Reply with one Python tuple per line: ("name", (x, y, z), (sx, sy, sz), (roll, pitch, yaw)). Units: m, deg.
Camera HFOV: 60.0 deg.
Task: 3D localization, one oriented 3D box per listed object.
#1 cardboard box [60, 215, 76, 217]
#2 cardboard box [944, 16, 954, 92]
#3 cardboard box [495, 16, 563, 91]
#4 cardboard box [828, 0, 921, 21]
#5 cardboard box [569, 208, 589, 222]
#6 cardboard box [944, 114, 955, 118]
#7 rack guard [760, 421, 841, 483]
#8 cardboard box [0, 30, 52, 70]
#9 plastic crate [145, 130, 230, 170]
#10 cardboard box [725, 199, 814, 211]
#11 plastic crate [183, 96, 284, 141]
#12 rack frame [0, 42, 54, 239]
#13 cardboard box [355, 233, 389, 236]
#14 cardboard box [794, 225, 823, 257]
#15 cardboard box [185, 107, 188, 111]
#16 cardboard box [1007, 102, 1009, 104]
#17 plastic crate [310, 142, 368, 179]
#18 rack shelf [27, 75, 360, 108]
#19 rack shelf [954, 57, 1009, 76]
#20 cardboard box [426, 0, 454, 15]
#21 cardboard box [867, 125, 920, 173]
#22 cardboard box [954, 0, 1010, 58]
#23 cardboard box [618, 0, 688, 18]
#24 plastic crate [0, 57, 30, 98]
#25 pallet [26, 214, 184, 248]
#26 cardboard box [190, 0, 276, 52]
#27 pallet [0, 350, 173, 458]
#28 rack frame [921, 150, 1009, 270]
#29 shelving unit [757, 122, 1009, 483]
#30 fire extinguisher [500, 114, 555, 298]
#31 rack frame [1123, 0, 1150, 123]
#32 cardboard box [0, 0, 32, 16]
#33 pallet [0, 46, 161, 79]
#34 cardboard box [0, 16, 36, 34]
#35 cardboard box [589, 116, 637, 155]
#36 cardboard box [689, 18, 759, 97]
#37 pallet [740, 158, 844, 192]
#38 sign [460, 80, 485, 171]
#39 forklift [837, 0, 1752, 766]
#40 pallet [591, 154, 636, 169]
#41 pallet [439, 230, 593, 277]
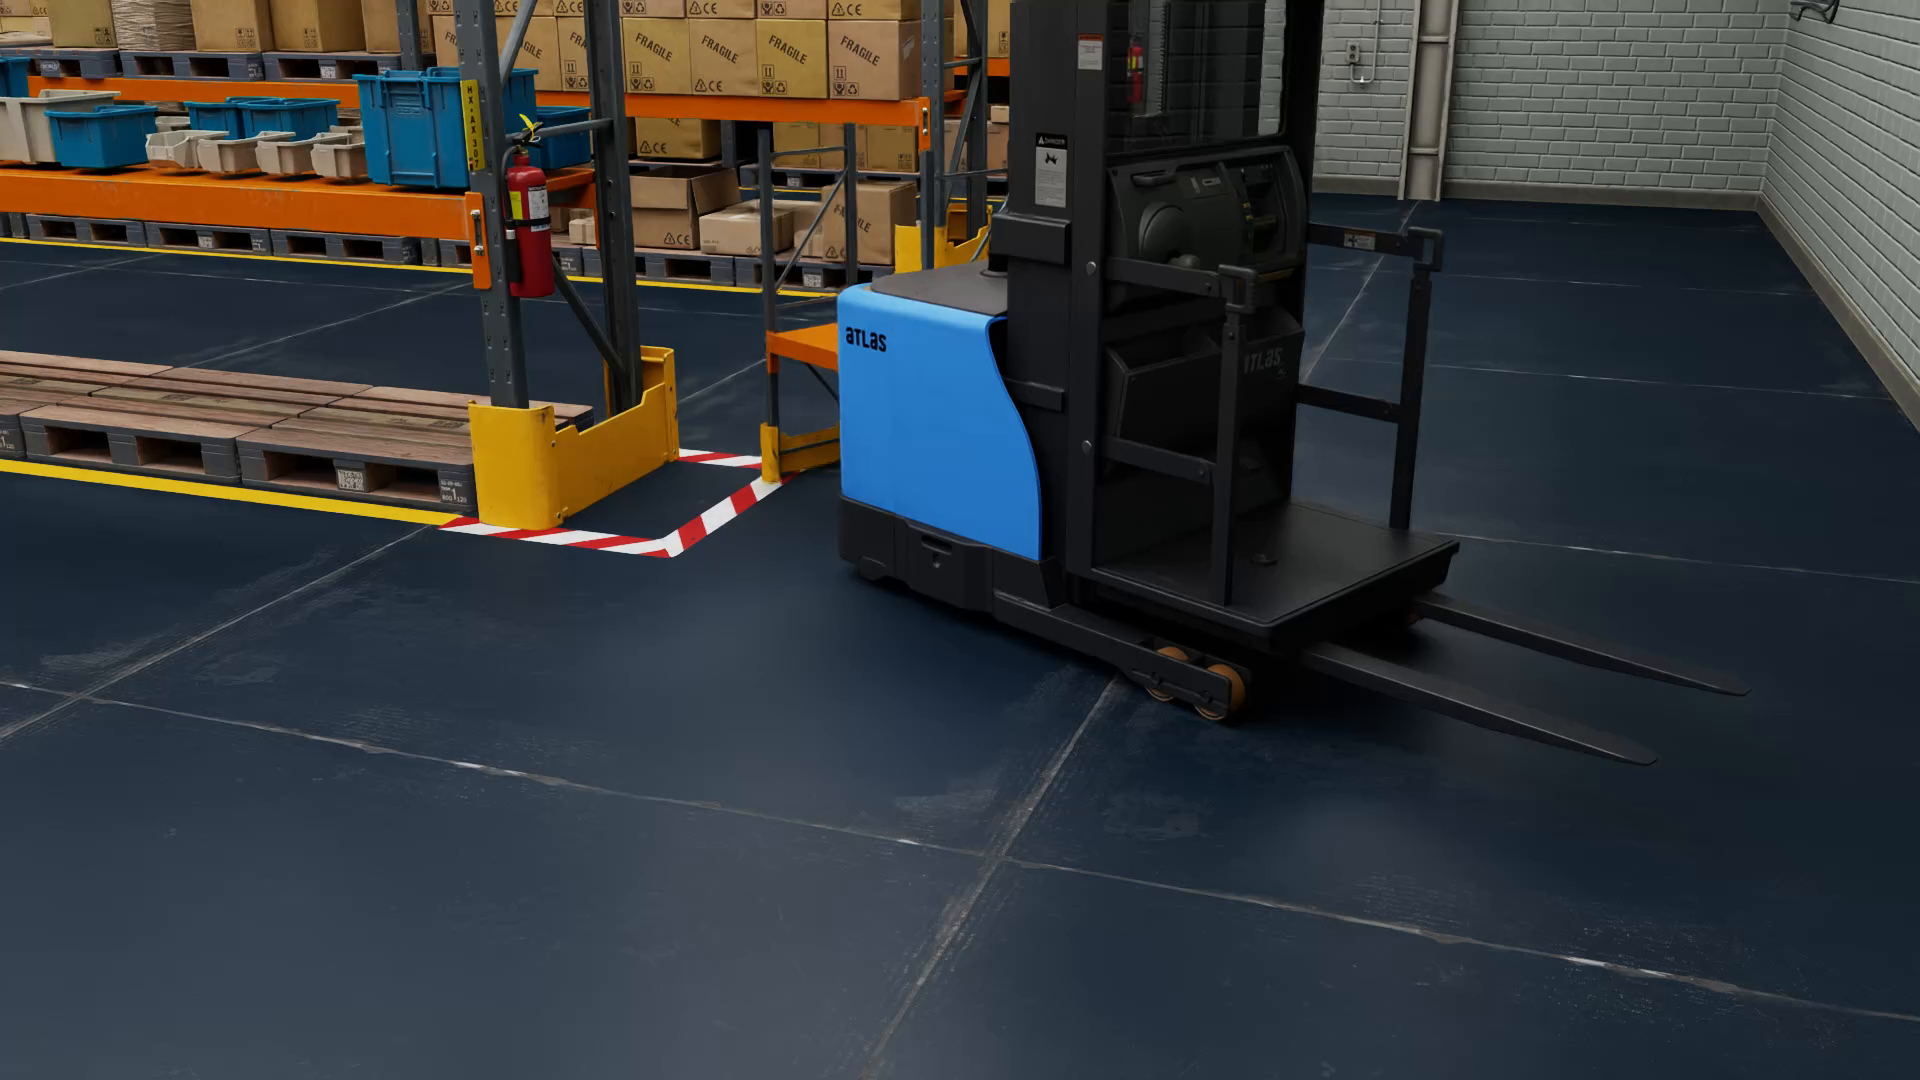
("cardboard box", (-7.248, -2.940, 13.582), (0.500, 0.500, 0.500), (7, 21, 20))
("cardboard box", (-0.360, -3.363, 11.516), (0.500, 0.500, 0.500), (7, 20, 19))
("cardboard box", (-2.929, -3.471, 11.826), (0.500, 0.500, 0.500), (7, 20, 19))
("cardboard box", (-0.538, -3.668, 10.871), (0.500, 0.500, 0.500), (6, 20, 18))
("cardboard box", (-2.801, -2.485, 12.810), (0.250, 0.149, 0.380), (7, 20, 18))
("cardboard box", (-0.114, -4.281, 16.473), (0.250, 0.149, 0.380), (7, 20, 19))
("rack guard", (-0.636, -0.442, 7.447), (0.587, 0.250, 0.087), (-17, 26, -40))
("cardboard box", (-7.914, -4.061, 13.805), (0.500, 0.311, 0.500), (8, 21, 21))
("plastic crate", (-3.312, -1.666, 7.109), (0.250, 0.136, 0.298), (7, 20, 18))
("cardboard box", (-1.393, -2.350, 12.271), (0.500, 0.250, 0.500), (7, 20, 18))
("plastic crate", (-3.309, -1.899, 7.631), (0.300, 0.233, 0.416), (7, 20, 18))
("rack frame", (-7.584, -4.050, 13.638), (0.127, 3.000, 1.000), (7, 20, 18))
("cardboard box", (-4.366, -2.610, 12.635), (0.500, 0.500, 0.500), (6, 20, 18))
("cardboard box", (-0.975, -2.110, 11.708), (0.250, 0.166, 0.380), (7, 20, 18))
("cardboard box", (-8.535, -4.936, 19.308), (0.500, 0.500, 0.700), (6, 20, 17))
("cardboard box", (0.605, -4.199, 16.238), (0.250, 0.149, 0.380), (7, 20, 18))
("plastic crate", (-2.486, -1.582, 6.867), (0.243, 0.136, 0.396), (7, 20, 18))
("rack shelf", (-5.695, -3.495, 13.137), (4.000, 0.370, 1.077), (7, 20, 18))
("rack shelf", (-0.295, -4.603, 16.317), (4.000, 0.370, 1.077), (7, 20, 18))
("cardboard box", (-3.453, -3.999, 11.821), (0.500, 0.500, 0.500), (7, 20, 19))
("cardboard box", (-0.554, -3.953, 16.518), (0.500, 0.500, 0.700), (7, 20, 19))
("cardboard box", (0.419, -4.995, 15.894), (0.700, 0.700, 0.980), (6, 20, 18))
("cardboard box", (-1.992, -3.832, 11.343), (0.500, 0.500, 0.500), (7, 20, 20))
("plastic crate", (-4.882, -2.155, 8.134), (0.575, 0.384, 0.392), (7, 20, 18))
("pallet", (-6.892, -2.641, 13.832), (1.213, 0.211, 1.003), (7, 20, 18))
("cardboard box", (-5.495, -4.035, 12.806), (0.500, 0.500, 0.700), (1, 19, 4))
("pallet", (-4.728, -0.694, 8.248), (1.213, 0.211, 1.003), (7, 20, 18))
("rack frame", (0.044, -0.786, 6.550), (0.500, 1.500, 0.032), (-17, 26, -40))
("shelving unit", (-0.295, -0.908, 6.895), (0.587, 1.500, 1.083), (-17, 26, -40))
("fire extinguisher", (-1.663, -1.276, 6.364), (0.183, 0.674, 0.296), (7, 20, 18))
("rack frame", (1.595, -4.727, 15.579), (0.127, 3.000, 1.000), (7, 20, 18))
("cardboard box", (-10.762, -6.323, 19.216), (0.500, 0.500, 0.500), (6, 20, 18))
("pallet", (-6.921, -3.908, 13.523), (1.003, 0.211, 1.213), (7, 20, 18))
("cardboard box", (-10.756, -5.975, 19.357), (0.500, 0.250, 0.500), (7, 20, 18))
("cardboard box", (-3.681, -4.467, 17.462), (0.750, 0.750, 0.750), (7, 20, 20))
("cardboard box", (-1.501, -3.308, 11.356), (0.500, 0.500, 0.500), (7, 20, 18))
("pallet", (-1.491, -3.736, 16.972), (1.213, 0.211, 1.003), (7, 20, 18))
("sign", (-1.822, -1.551, 6.220), (0.005, 0.325, 0.100), (7, 20, 18))
("forklift", (0.938, -1.032, 5.083), (1.130, 2.935, 3.031), (-18, 26, -41))
("pallet", (-4.094, -4.033, 17.826), (1.213, 0.211, 1.003), (7, 20, 18))
("pallet", (-3.158, -2.227, 12.644), (1.213, 0.211, 1.003), (7, 20, 18))
